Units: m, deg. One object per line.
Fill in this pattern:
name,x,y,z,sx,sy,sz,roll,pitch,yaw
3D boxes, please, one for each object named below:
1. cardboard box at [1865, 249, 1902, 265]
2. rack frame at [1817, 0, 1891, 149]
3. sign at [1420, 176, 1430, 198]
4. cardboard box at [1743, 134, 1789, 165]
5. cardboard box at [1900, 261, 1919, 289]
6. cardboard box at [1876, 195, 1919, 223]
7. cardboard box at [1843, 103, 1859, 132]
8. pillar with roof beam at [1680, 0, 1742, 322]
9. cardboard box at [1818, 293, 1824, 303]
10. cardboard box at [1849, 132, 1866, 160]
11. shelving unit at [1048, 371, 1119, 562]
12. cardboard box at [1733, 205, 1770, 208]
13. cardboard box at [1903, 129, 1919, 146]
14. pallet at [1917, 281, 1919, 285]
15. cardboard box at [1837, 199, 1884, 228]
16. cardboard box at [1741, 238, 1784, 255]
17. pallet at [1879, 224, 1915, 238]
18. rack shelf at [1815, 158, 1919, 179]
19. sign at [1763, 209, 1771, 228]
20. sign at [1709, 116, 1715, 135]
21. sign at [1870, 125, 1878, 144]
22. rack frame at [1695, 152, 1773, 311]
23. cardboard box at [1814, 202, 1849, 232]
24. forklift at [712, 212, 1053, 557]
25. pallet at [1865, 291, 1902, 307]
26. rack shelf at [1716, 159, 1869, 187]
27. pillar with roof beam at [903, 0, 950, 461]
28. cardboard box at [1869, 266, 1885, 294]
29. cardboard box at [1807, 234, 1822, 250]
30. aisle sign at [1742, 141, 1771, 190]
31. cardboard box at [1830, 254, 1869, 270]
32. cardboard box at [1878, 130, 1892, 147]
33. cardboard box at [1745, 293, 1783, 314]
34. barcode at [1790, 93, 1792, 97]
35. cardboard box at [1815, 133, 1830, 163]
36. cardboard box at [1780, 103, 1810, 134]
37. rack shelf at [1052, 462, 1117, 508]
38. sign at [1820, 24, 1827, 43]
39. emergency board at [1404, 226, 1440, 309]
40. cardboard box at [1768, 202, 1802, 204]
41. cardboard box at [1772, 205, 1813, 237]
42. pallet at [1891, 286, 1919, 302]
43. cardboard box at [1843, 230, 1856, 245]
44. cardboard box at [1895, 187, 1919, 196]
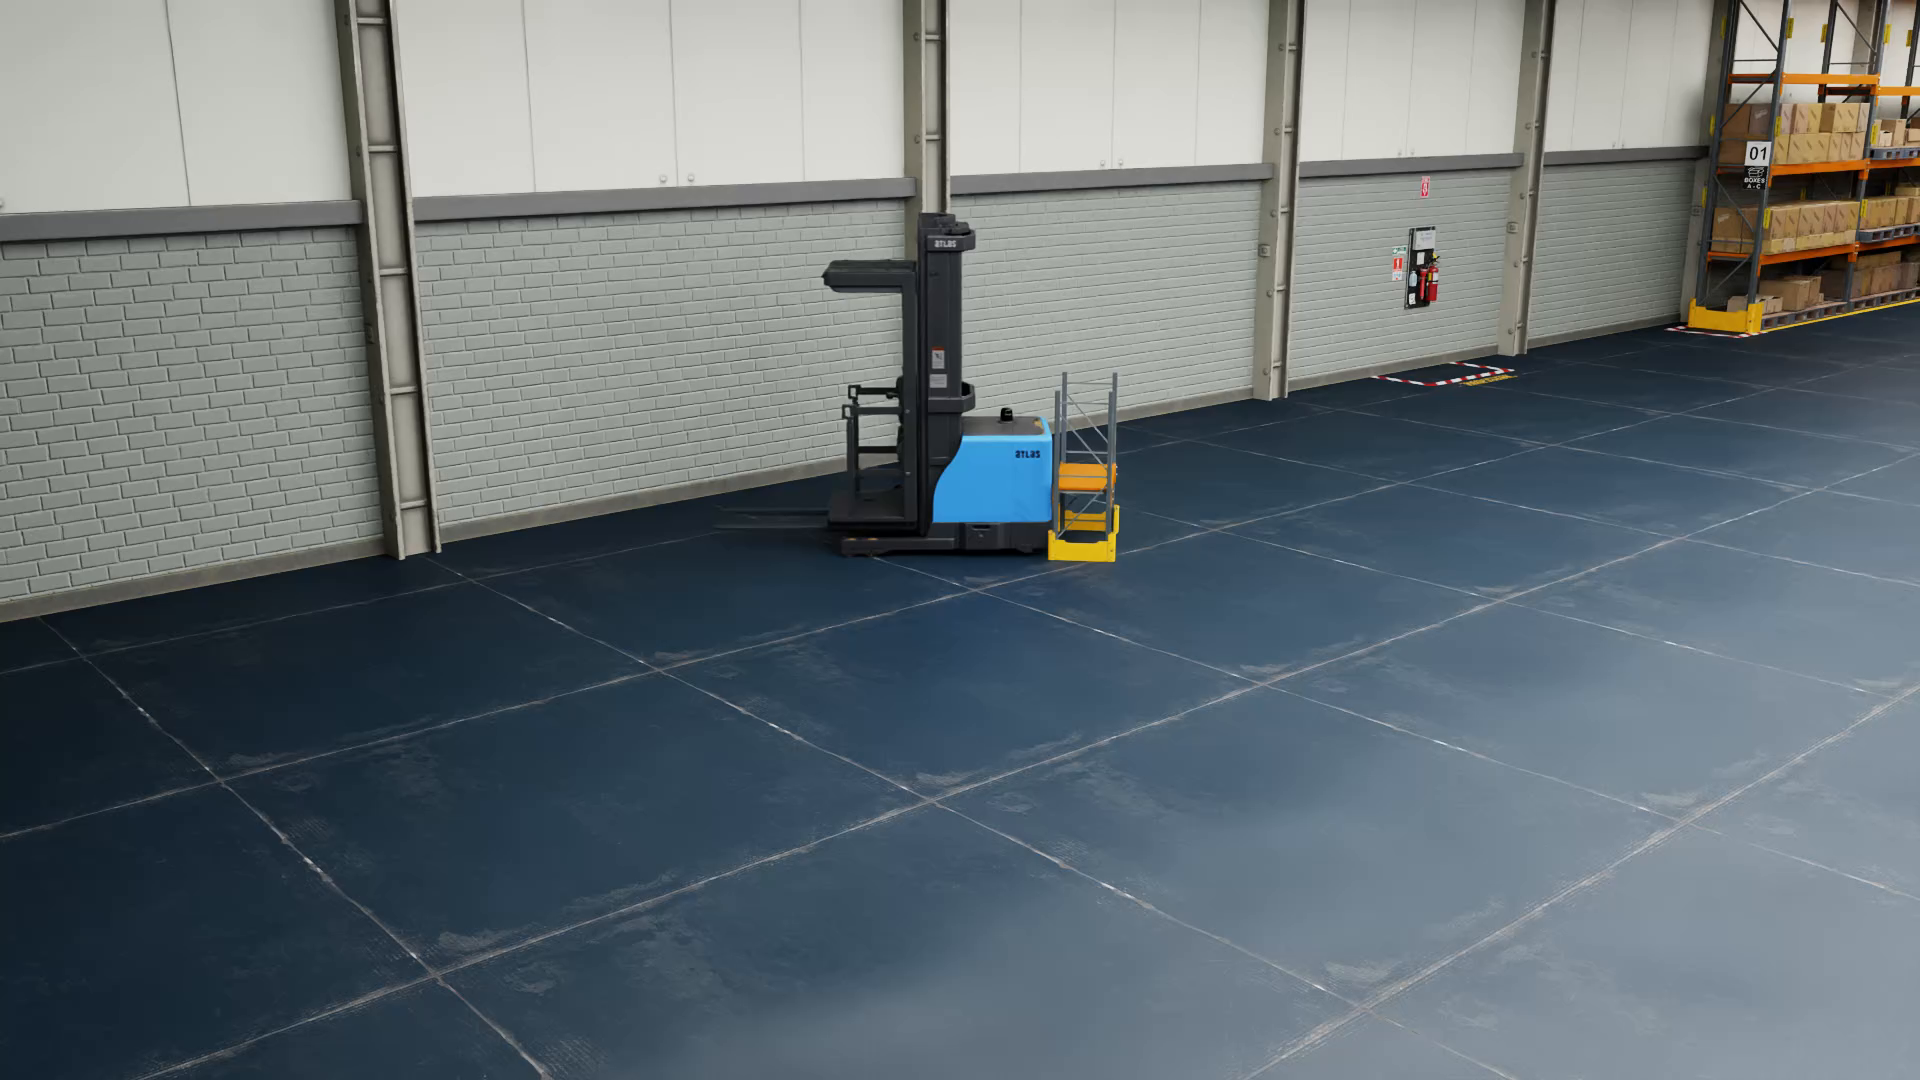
cardboard box,18.323,-5.624,33.029,0.500,0.250,0.500,-12,19,-38
rack frame,16.285,-8.694,30.359,0.127,3.000,1.000,-13,19,-39
sign,6.741,-5.115,24.095,0.199,0.298,0.001,-13,19,-39
cardboard box,13.684,-6.633,28.224,0.500,0.500,0.500,-12,19,-38
cardboard box,18.794,-5.346,33.441,0.500,0.500,0.700,-12,19,-39
cardboard box,18.551,-6.552,32.921,0.700,0.500,0.500,14,20,42
cardboard box,15.677,-7.552,29.729,0.500,0.500,0.500,-11,19,-36
pillar with roof beam,16.054,-7.465,25.759,0.400,9.000,9.100,-13,19,-39
cardboard box,15.901,-4.542,31.081,0.380,0.166,0.250,13,20,40
cardboard box,16.065,-7.168,30.229,0.500,0.500,0.500,-12,19,-38
shelving unit,1.126,-0.678,14.883,0.587,1.500,1.083,2,15,7
cardboard box,13.870,-5.622,29.283,0.500,0.500,0.500,-12,19,-39
cardboard box,18.264,-7.780,32.513,0.637,0.503,0.797,-9,18,-32
pallet,19.947,-5.245,34.475,1.213,0.211,1.003,-13,19,-39
cardboard box,17.118,-6.229,31.711,0.500,0.500,0.700,-10,18,-34
cardboard box,13.844,-5.076,28.691,0.500,0.250,0.500,-13,20,-41
pallet,17.836,-6.037,32.410,1.213,0.211,1.003,-13,19,-39
rack shelf,17.794,-7.236,32.108,4.000,0.370,1.077,-13,19,-39
sign,13.624,-5.430,28.090,0.005,0.325,0.100,-13,19,-39
sign,12.918,-7.106,28.513,0.005,0.325,0.100,-13,19,-39
sign,16.647,-7.390,30.289,0.005,0.325,0.100,-13,19,-39
rack frame,13.268,-5.118,28.597,0.127,3.000,1.000,-13,19,-39
cardboard box,15.759,-5.869,30.208,0.500,0.500,0.500,-13,20,-40
forklift,-0.698,-1.403,14.824,3.031,2.935,1.130,0,15,-1
pallet,17.792,-4.788,32.766,1.213,0.211,1.003,-13,19,-39
rack shelf,14.776,-6.558,29.571,4.000,0.370,1.077,-13,19,-39
pillar with roof beam,2.475,-4.416,14.344,0.400,9.000,9.100,-13,19,-39
cardboard box,17.598,-5.104,32.537,0.500,0.500,0.700,-12,19,-39
cardboard box,14.998,-5.337,29.669,0.500,0.250,0.500,-12,19,-39
aisle sign,13.410,-6.303,27.997,0.004,0.787,0.394,-13,19,-39
cardboard box,17.160,-5.366,32.063,0.500,0.250,0.500,-13,20,-41
cardboard box,17.215,-7.586,31.383,0.500,0.311,0.500,-12,19,-38
cardboard box,14.279,-4.227,29.622,0.500,0.311,0.500,-11,18,-35
barcode,14.954,-8.011,29.933,0.075,0.075,0.001,-13,19,-39
cardboard box,14.892,-6.900,29.226,0.500,0.500,0.500,-11,19,-36
cardboard box,14.129,-7.201,28.414,0.500,0.500,0.500,-13,20,-40
rack shelf,1.125,-0.502,14.920,0.538,0.185,1.000,2,15,7
sign,15.917,-9.328,30.619,0.005,0.325,0.100,-13,19,-39
emergency board,6.812,-3.977,24.326,0.643,1.169,0.194,-13,19,-39
cardboard box,15.021,-5.886,30.270,0.500,0.500,0.500,-12,19,-38
cardboard box,14.598,-5.608,29.230,0.500,0.500,0.500,-13,20,-41
pallet,18.712,-4.994,33.536,1.213,0.211,1.003,-13,19,-39
cardboard box,16.127,-5.593,30.629,0.500,0.250,0.500,-13,19,-39
cardboard box,18.829,-6.925,33.061,0.380,0.149,0.250,12,19,38
